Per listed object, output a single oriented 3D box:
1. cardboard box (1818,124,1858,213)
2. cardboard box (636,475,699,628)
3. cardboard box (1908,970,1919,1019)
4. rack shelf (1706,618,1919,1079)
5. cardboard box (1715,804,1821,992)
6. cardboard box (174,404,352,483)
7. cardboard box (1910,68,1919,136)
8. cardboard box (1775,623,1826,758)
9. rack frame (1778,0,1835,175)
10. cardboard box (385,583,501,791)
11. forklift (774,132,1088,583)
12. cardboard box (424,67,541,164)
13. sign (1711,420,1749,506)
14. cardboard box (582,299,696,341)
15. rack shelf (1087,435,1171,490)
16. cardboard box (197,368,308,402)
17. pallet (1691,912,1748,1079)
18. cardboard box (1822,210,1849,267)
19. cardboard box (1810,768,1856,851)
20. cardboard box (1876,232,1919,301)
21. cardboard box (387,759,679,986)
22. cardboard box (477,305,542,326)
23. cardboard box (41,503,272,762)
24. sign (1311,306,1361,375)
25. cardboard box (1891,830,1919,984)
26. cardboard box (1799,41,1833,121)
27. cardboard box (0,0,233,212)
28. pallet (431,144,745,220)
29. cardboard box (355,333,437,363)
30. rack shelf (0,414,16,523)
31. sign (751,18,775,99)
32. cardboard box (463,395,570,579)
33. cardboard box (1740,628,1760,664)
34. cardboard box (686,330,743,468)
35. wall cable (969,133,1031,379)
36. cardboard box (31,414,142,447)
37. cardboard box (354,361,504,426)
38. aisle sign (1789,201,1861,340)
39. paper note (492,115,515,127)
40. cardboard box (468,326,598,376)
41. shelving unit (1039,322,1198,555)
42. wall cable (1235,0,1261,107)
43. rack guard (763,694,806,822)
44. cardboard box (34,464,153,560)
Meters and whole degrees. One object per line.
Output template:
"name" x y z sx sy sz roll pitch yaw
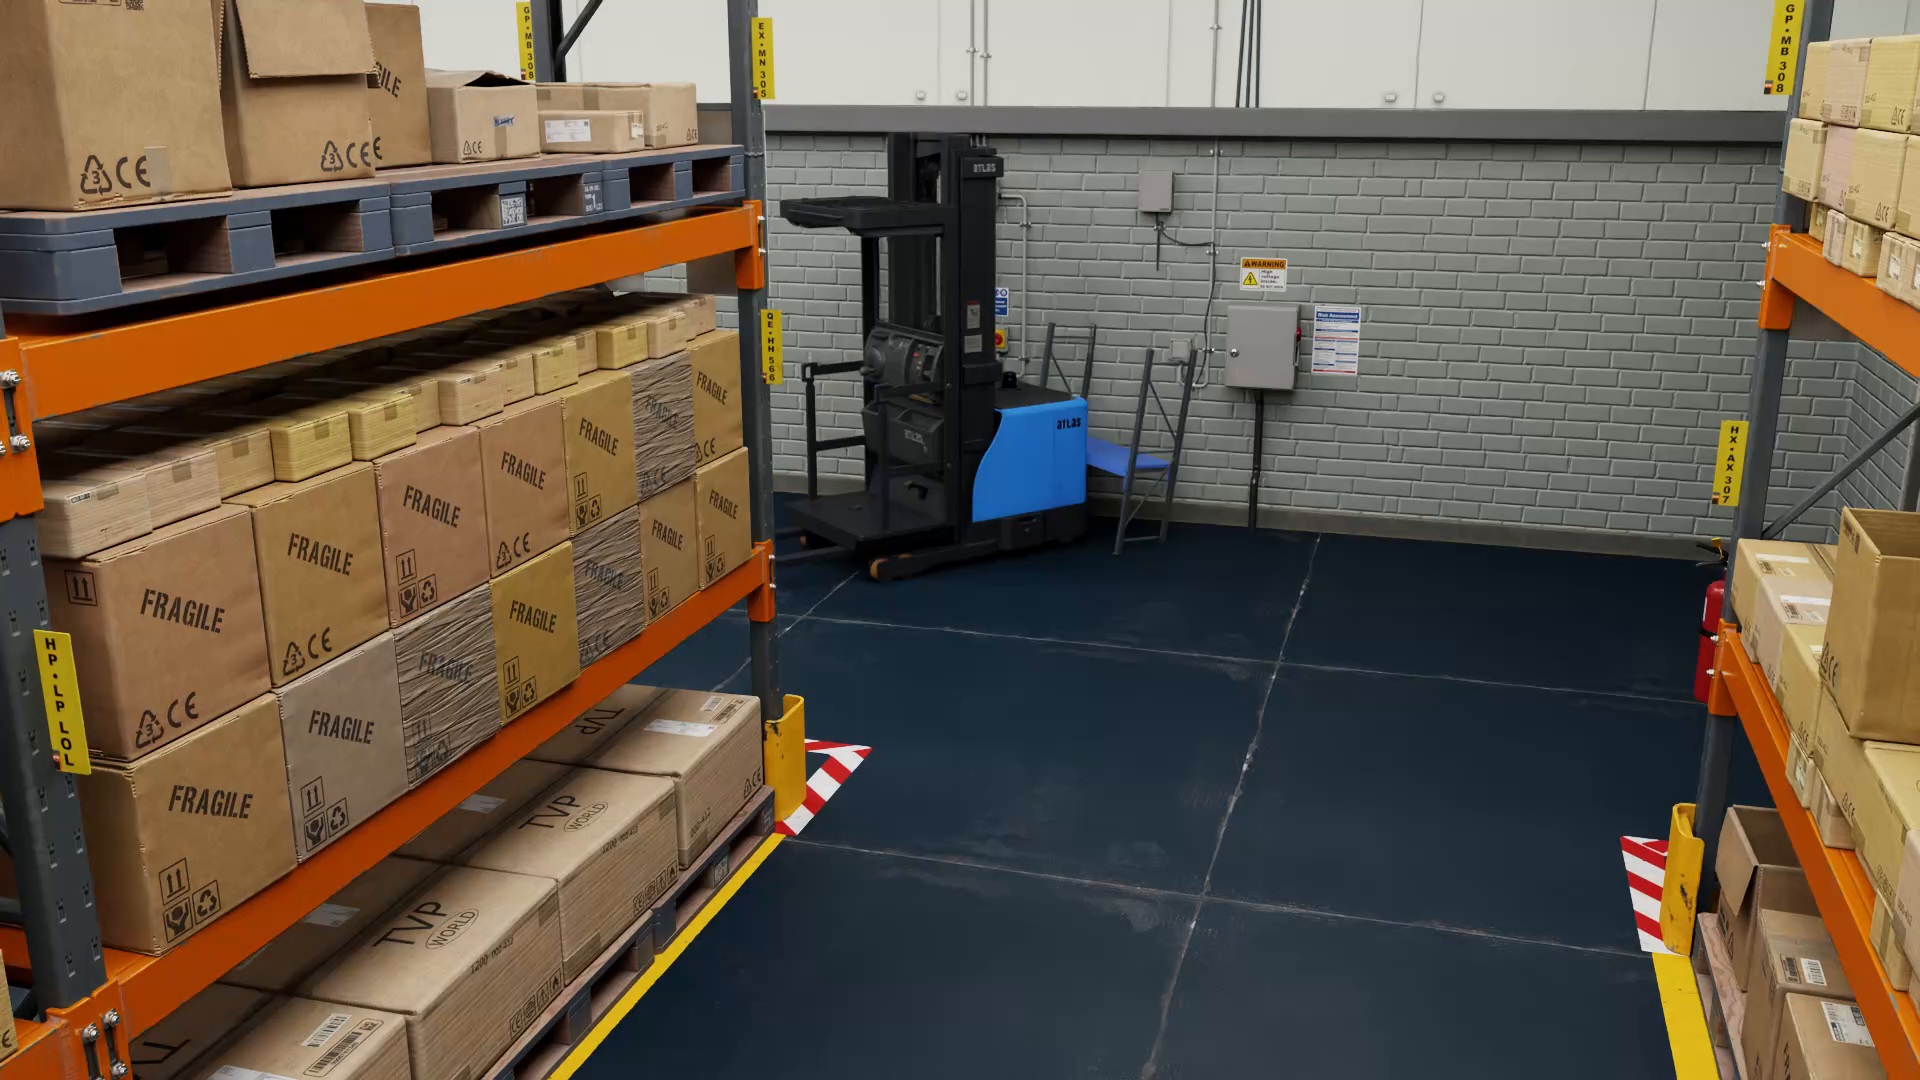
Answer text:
"cardboard box" 2.910 -1.114 4.993 0.500 0.250 0.500 5 17 17
"cardboard box" -1.377 0.015 6.595 0.500 0.500 0.500 4 16 15
"cardboard box" 2.339 1.029 3.666 0.380 0.149 0.250 5 17 17
"rack shelf" 2.855 1.040 4.485 1.077 0.370 4.000 5 16 16
"cardboard box" 3.159 1.322 5.977 0.797 0.503 0.637 4 16 14
"cardboard box" -1.916 -0.269 4.578 0.380 0.149 0.250 5 16 15
"cardboard box" 2.629 -1.089 3.989 0.500 0.250 0.500 5 17 17
"cardboard box" 2.752 0.462 4.933 0.500 0.250 0.500 4 16 15
"rack frame" 3.423 -2.716 5.413 1.000 3.000 0.127 5 16 16
"cardboard box" -1.795 0.421 5.163 0.500 0.500 0.500 5 17 16
"forklift" -0.569 -1.281 11.475 3.031 2.935 1.130 -10 19 -33
"cardboard box" -1.810 -1.476 5.750 0.500 0.311 0.500 5 17 17
"sign" 2.903 -0.288 6.262 0.100 0.325 0.005 5 16 16
"cardboard box" -1.296 -0.877 6.720 0.380 0.149 0.250 5 17 17
"rack shelf" 1.058 -0.595 12.358 0.538 0.185 1.000 -5 19 -40
"cardboard box" -2.267 -0.443 5.190 0.380 0.149 0.250 4 16 15
"pallet" 3.176 1.741 5.806 1.003 0.211 1.213 5 16 16
"cardboard box" 2.802 -0.893 4.943 0.380 0.149 0.250 5 17 17
"cardboard box" 2.598 0.760 4.615 0.380 0.149 0.250 5 17 17
"cardboard box" 2.581 -0.693 4.239 0.380 0.149 0.250 5 16 16
"cardboard box" -1.681 1.238 6.395 0.875 0.438 0.875 5 17 17
"cardboard box" -1.893 -0.850 6.625 0.380 0.149 0.250 5 17 18
"cardboard box" -2.106 0.198 4.119 0.500 0.500 0.500 5 17 16
"sign" 2.748 -1.460 12.153 0.329 0.494 0.001 5 16 16
"cardboard box" 2.326 0.862 3.525 0.500 0.250 0.500 5 16 16
"cardboard box" 3.056 -1.488 5.393 0.500 0.250 0.500 4 16 15
"cardboard box" -2.105 -1.046 3.887 0.500 0.500 0.500 5 17 17
"pallet" -1.538 -1.419 6.501 1.003 0.211 1.213 5 16 16
"cardboard box" -2.086 -0.645 5.902 0.380 0.149 0.250 5 17 16
"rack shelf" -3.042 0.259 1.740 1.077 0.370 4.000 5 16 16
"sign" -0.821 -1.999 6.905 0.100 0.325 0.005 5 16 16
"cardboard box" -1.654 -0.199 5.517 0.500 0.500 0.500 5 16 15
"cardboard box" 3.067 0.356 6.038 0.380 0.149 0.250 4 16 15
"cardboard box" -1.246 -0.598 6.925 0.500 0.500 0.500 5 17 18
"wall cable" 0.243 -2.194 12.650 0.585 1.953 0.123 5 16 16
"cardboard box" -2.432 -0.239 4.469 0.380 0.149 0.250 5 16 16
"cardboard box" -1.684 -0.468 5.277 0.380 0.149 0.250 5 16 16
"aisle sign" 3.161 -1.121 6.020 0.394 0.787 0.004 5 16 16
"paper note" -1.376 -1.266 5.021 0.006 0.032 0.123 5 16 16
"cardboard box" -1.542 -0.677 6.016 0.380 0.149 0.250 4 16 15
"shelving unit" 1.082 -0.768 12.313 0.538 1.500 1.048 -5 19 -40
"wall cable" 3.390 -4.343 11.081 2.988 3.039 0.133 5 16 16
"rack guard" -1.330 0.983 7.948 1.175 0.500 0.348 5 16 16
"cardboard box" -2.135 -0.071 3.877 0.380 0.149 0.250 4 16 15
